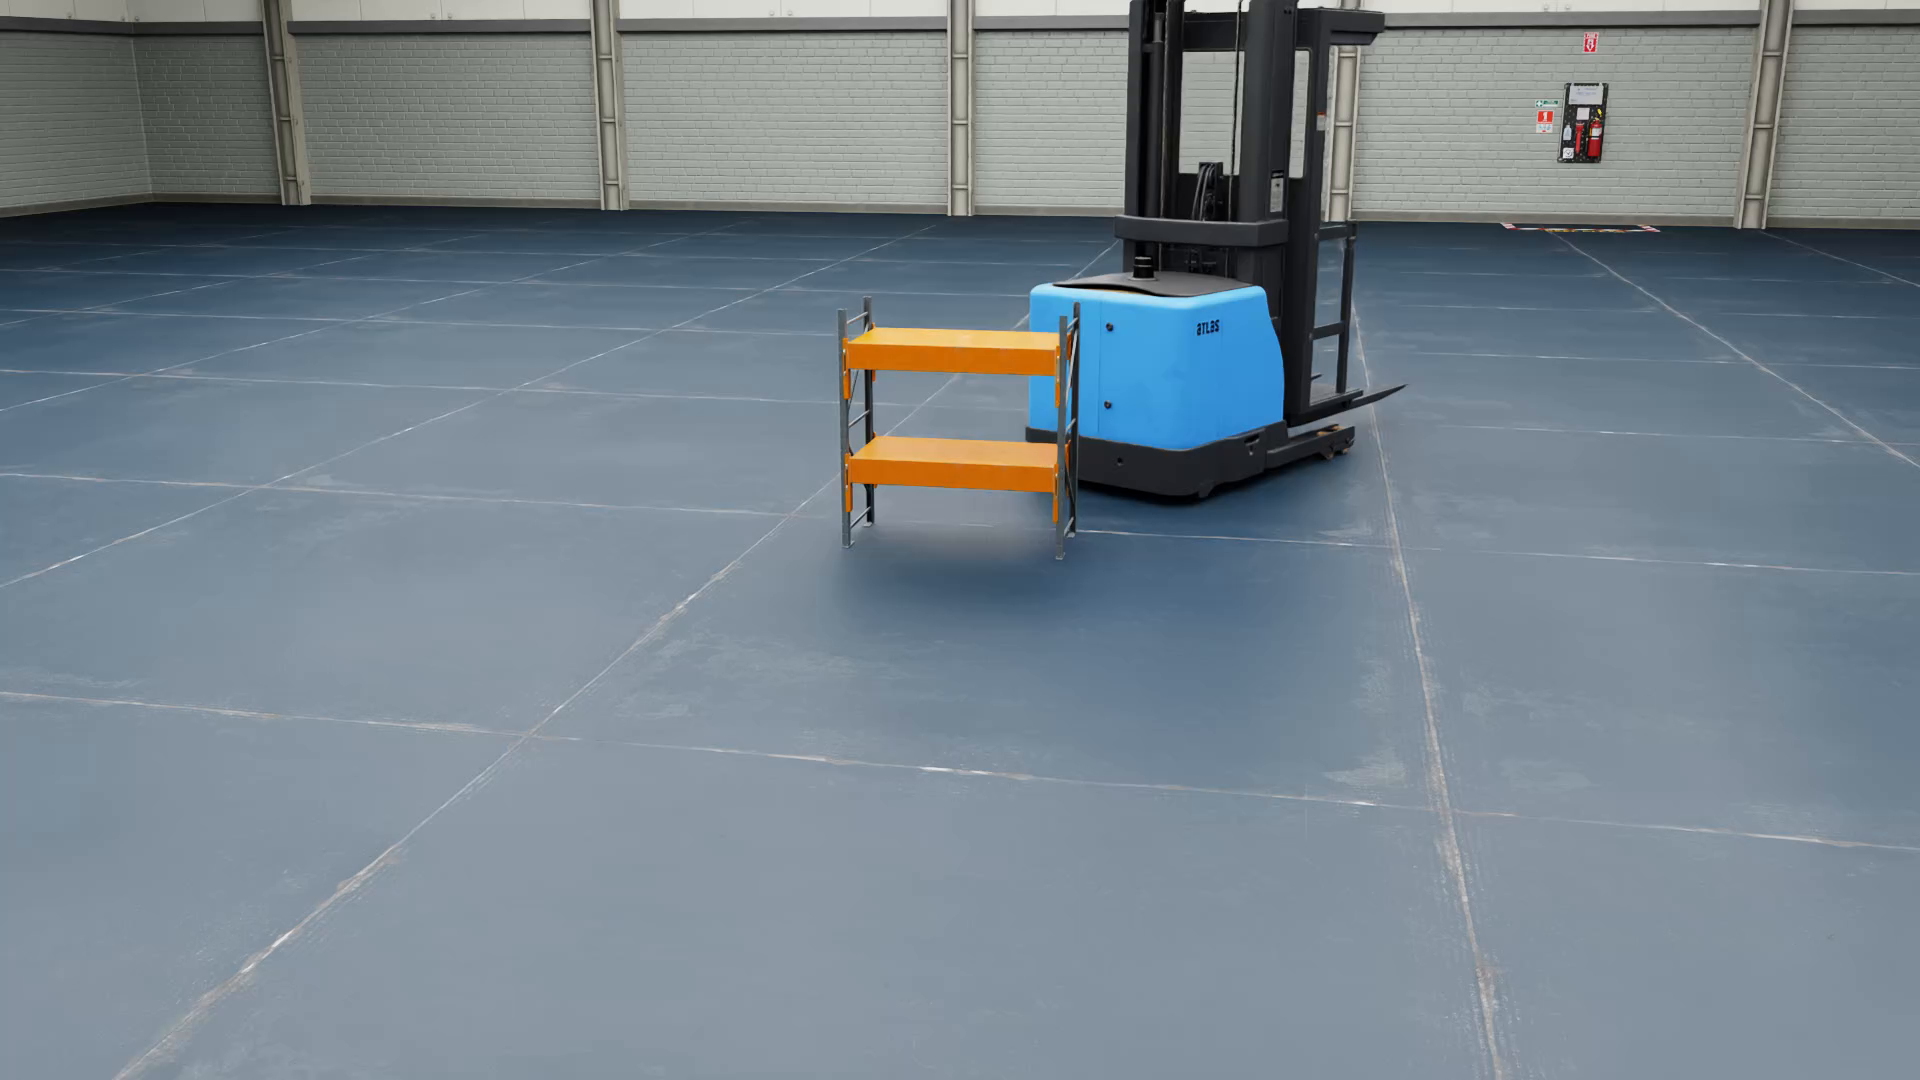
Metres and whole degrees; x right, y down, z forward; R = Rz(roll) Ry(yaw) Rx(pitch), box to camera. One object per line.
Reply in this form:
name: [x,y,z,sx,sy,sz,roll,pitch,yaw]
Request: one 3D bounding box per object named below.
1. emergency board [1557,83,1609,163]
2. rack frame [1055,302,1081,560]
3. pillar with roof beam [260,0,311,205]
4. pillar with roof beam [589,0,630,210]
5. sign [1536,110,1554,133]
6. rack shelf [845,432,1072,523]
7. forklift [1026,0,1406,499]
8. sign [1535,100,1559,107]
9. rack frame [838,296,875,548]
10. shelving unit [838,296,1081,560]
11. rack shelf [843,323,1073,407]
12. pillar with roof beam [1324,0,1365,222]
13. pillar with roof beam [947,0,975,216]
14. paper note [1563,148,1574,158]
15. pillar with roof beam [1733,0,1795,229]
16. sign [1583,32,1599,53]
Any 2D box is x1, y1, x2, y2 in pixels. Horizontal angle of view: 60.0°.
emergency board: [9.366,-6.252,24.944,0.643,1.169,0.194,3,16,11]
rack frame: [0.505,-0.515,7.743,0.032,1.125,0.500,3,16,11]
pillar with roof beam: [-12.597,-9.153,24.176,0.400,9.000,9.100,3,16,11]
pillar with roof beam: [-6.717,-8.833,23.024,0.400,9.000,9.100,3,16,11]
sign: [8.845,-6.326,25.143,0.234,0.329,0.001,3,16,11]
rack shelf: [0.007,-0.306,7.906,1.000,0.278,0.538,3,16,11]
forklift: [1.685,-1.958,9.568,1.130,2.935,3.031,12,20,38]
sign: [8.847,-6.579,25.063,0.331,0.109,0.001,3,16,11]
rack frame: [-0.492,-0.569,7.938,0.032,1.125,0.500,3,16,11]
shelving unit: [0.007,-0.542,7.841,1.048,1.125,0.538,3,16,11]
rack shelf: [0.007,-0.824,7.762,1.000,0.278,0.538,3,16,11]
pillar with roof beam: [5.042,-8.195,20.720,0.400,9.000,9.100,3,16,11]
pillar with roof beam: [-0.837,-8.514,21.872,0.400,9.000,9.100,3,16,11]
paper note: [9.206,-5.855,25.161,0.142,0.148,0.016,3,16,11]
pillar with roof beam: [10.922,-7.876,19.567,0.400,9.000,9.100,3,16,11]
sign: [9.378,-7.396,24.731,0.199,0.298,0.001,3,16,11]
